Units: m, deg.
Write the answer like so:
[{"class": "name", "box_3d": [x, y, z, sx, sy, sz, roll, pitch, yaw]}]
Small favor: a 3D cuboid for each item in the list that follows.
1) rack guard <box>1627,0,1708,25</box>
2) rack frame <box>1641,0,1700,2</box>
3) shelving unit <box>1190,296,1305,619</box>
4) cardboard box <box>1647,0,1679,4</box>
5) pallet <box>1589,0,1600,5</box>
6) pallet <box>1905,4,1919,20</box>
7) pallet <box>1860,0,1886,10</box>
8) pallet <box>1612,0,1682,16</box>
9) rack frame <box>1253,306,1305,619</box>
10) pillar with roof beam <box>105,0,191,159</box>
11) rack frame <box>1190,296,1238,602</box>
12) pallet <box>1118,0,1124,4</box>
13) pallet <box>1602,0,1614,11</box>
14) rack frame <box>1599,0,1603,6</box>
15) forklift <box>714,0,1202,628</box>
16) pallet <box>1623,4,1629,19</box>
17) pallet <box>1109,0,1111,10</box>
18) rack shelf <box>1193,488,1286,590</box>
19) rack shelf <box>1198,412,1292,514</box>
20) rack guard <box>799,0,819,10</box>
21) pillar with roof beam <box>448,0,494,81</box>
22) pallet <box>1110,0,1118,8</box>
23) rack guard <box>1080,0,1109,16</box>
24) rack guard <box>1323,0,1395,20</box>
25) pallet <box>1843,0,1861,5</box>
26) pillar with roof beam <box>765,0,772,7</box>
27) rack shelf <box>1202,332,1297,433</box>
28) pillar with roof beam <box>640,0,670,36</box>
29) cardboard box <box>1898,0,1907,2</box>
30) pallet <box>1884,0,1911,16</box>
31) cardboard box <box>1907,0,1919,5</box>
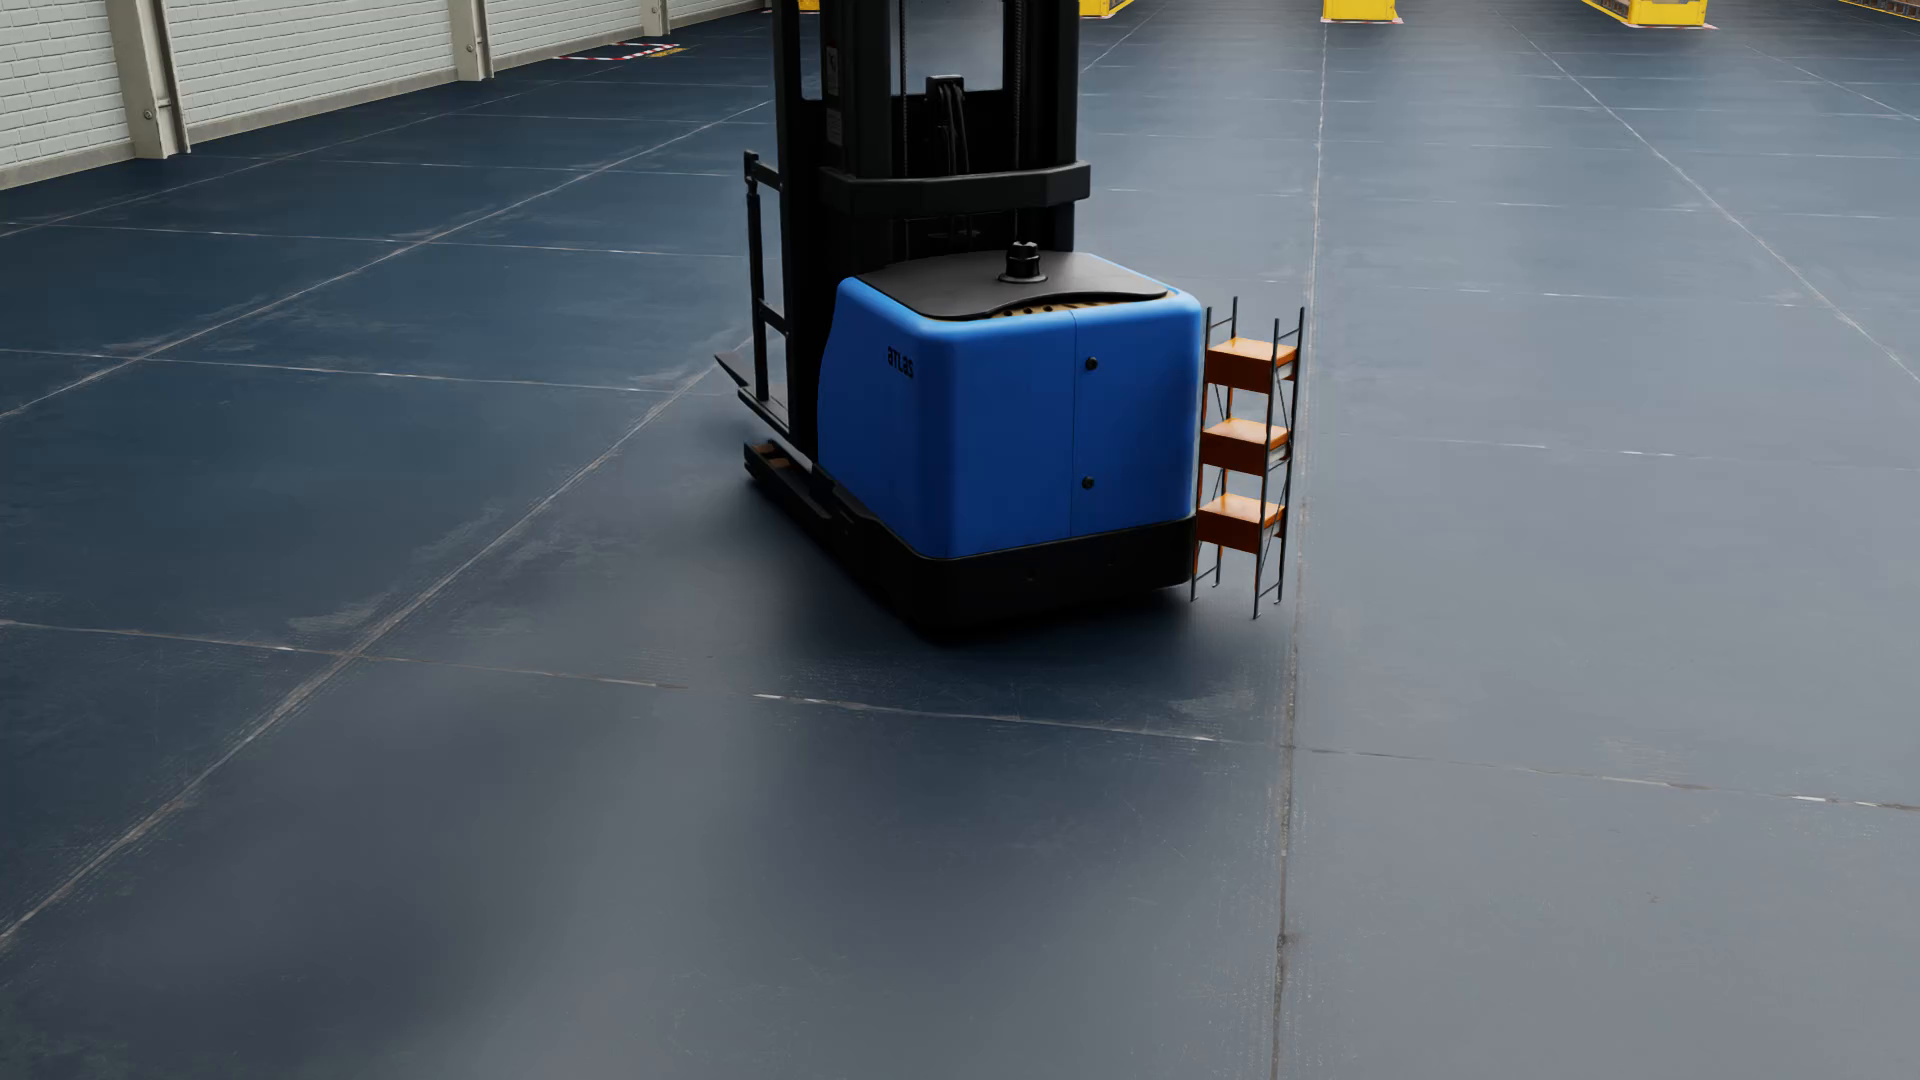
[{"class": "rack guard", "box_3d": [11.768, -8.851, 27.662, 1.175, 0.500, 0.348, 4, 22, 11]}, {"class": "rack frame", "box_3d": [11.752, -9.983, 27.126, 1.000, 3.000, 0.127, 4, 22, 11]}, {"class": "shelving unit", "box_3d": [0.967, -0.274, 5.629, 0.252, 1.050, 0.215, 15, 27, 33]}, {"class": "cardboard box", "box_3d": [11.896, -9.246, 28.079, 0.500, 0.500, 0.500, 9, 24, 21]}, {"class": "pallet", "box_3d": [12.726, -10.437, 31.987, 1.003, 0.211, 1.213, 4, 22, 11]}, {"class": "pallet", "box_3d": [16.925, -9.018, 28.462, 1.003, 0.211, 1.213, 4, 22, 11]}, {"class": "pallet", "box_3d": [17.487, -10.025, 30.964, 1.003, 0.211, 1.213, 4, 22, 11]}, {"class": "pallet", "box_3d": [12.219, -9.457, 29.552, 1.003, 0.211, 1.213, 4, 22, 11]}, {"class": "rack frame", "box_3d": [1.065, -0.247, 5.562, 0.008, 1.050, 0.200, 15, 27, 33]}, {"class": "pillar with roof beam", "box_3d": [-2.958, -7.309, 12.457, 9.100, 9.000, 0.400, 4, 22, 11]}, {"class": "rack frame", "box_3d": [0.869, -0.301, 5.696, 0.008, 1.050, 0.200, 15, 27, 33]}, {"class": "pallet", "box_3d": [2.668, -10.621, 32.444, 1.003, 0.211, 1.213, 4, 22, 11]}, {"class": "pallet", "box_3d": [12.466, -9.904, 30.663, 1.003, 0.211, 1.213, 4, 22, 11]}, {"class": "rack frame", "box_3d": [12.569, -11.446, 30.759, 1.000, 3.000, 0.127, 4, 22, 11]}, {"class": "forklift", "box_3d": [-0.250, -1.588, 6.374, 1.130, 2.935, 3.031, -10, 24, -22]}, {"class": "pallet", "box_3d": [11.968, -9.012, 28.447, 1.003, 0.211, 1.213, 4, 22, 11]}, {"class": "pallet", "box_3d": [2.170, -9.729, 30.228, 1.003, 0.211, 1.213, 4, 22, 11]}, {"class": "rack shelf", "box_3d": [0.967, -0.006, 5.737, 0.240, 0.259, 0.215, 15, 27, 33]}, {"class": "rack shelf", "box_3d": [0.967, -0.264, 5.633, 0.240, 0.259, 0.215, 15, 27, 33]}, {"class": "rack guard", "box_3d": [-2.780, -9.984, 30.475, 1.175, 0.500, 0.348, 4, 22, 11]}, {"class": "pillar with roof beam", "box_3d": [-1.733, -9.504, 17.906, 9.100, 9.000, 0.400, 4, 22, 11]}, {"class": "pallet", "box_3d": [2.421, -10.174, 31.333, 1.003, 0.211, 1.213, 4, 22, 11]}, {"class": "rack guard", "box_3d": [2.050, -9.571, 29.450, 1.175, 0.500, 0.348, 4, 22, 11]}, {"class": "rack guard", "box_3d": [6.873, -9.233, 28.609, 1.175, 0.500, 0.348, 4, 22, 11]}, {"class": "pallet", "box_3d": [17.734, -10.473, 32.075, 1.003, 0.211, 1.213, 4, 22, 11]}, {"class": "pillar with roof beam", "box_3d": [0.715, -13.892, 28.803, 9.100, 9.000, 0.400, 4, 22, 11]}, {"class": "rack shelf", "box_3d": [0.967, -0.527, 5.527, 0.240, 0.259, 0.215, 15, 27, 33]}, {"class": "pillar with roof beam", "box_3d": [-0.509, -11.698, 23.354, 9.100, 9.000, 0.400, 4, 22, 11]}, {"class": "cardboard box", "box_3d": [17.207, -10.015, 29.489, 0.875, 0.875, 0.875, 5, 22, 12]}, {"class": "pallet", "box_3d": [17.172, -9.465, 29.573, 1.003, 0.211, 1.213, 4, 22, 11]}, {"class": "cardboard box", "box_3d": [17.026, -9.686, 28.669, 0.875, 0.875, 0.875, 5, 22, 11]}]
